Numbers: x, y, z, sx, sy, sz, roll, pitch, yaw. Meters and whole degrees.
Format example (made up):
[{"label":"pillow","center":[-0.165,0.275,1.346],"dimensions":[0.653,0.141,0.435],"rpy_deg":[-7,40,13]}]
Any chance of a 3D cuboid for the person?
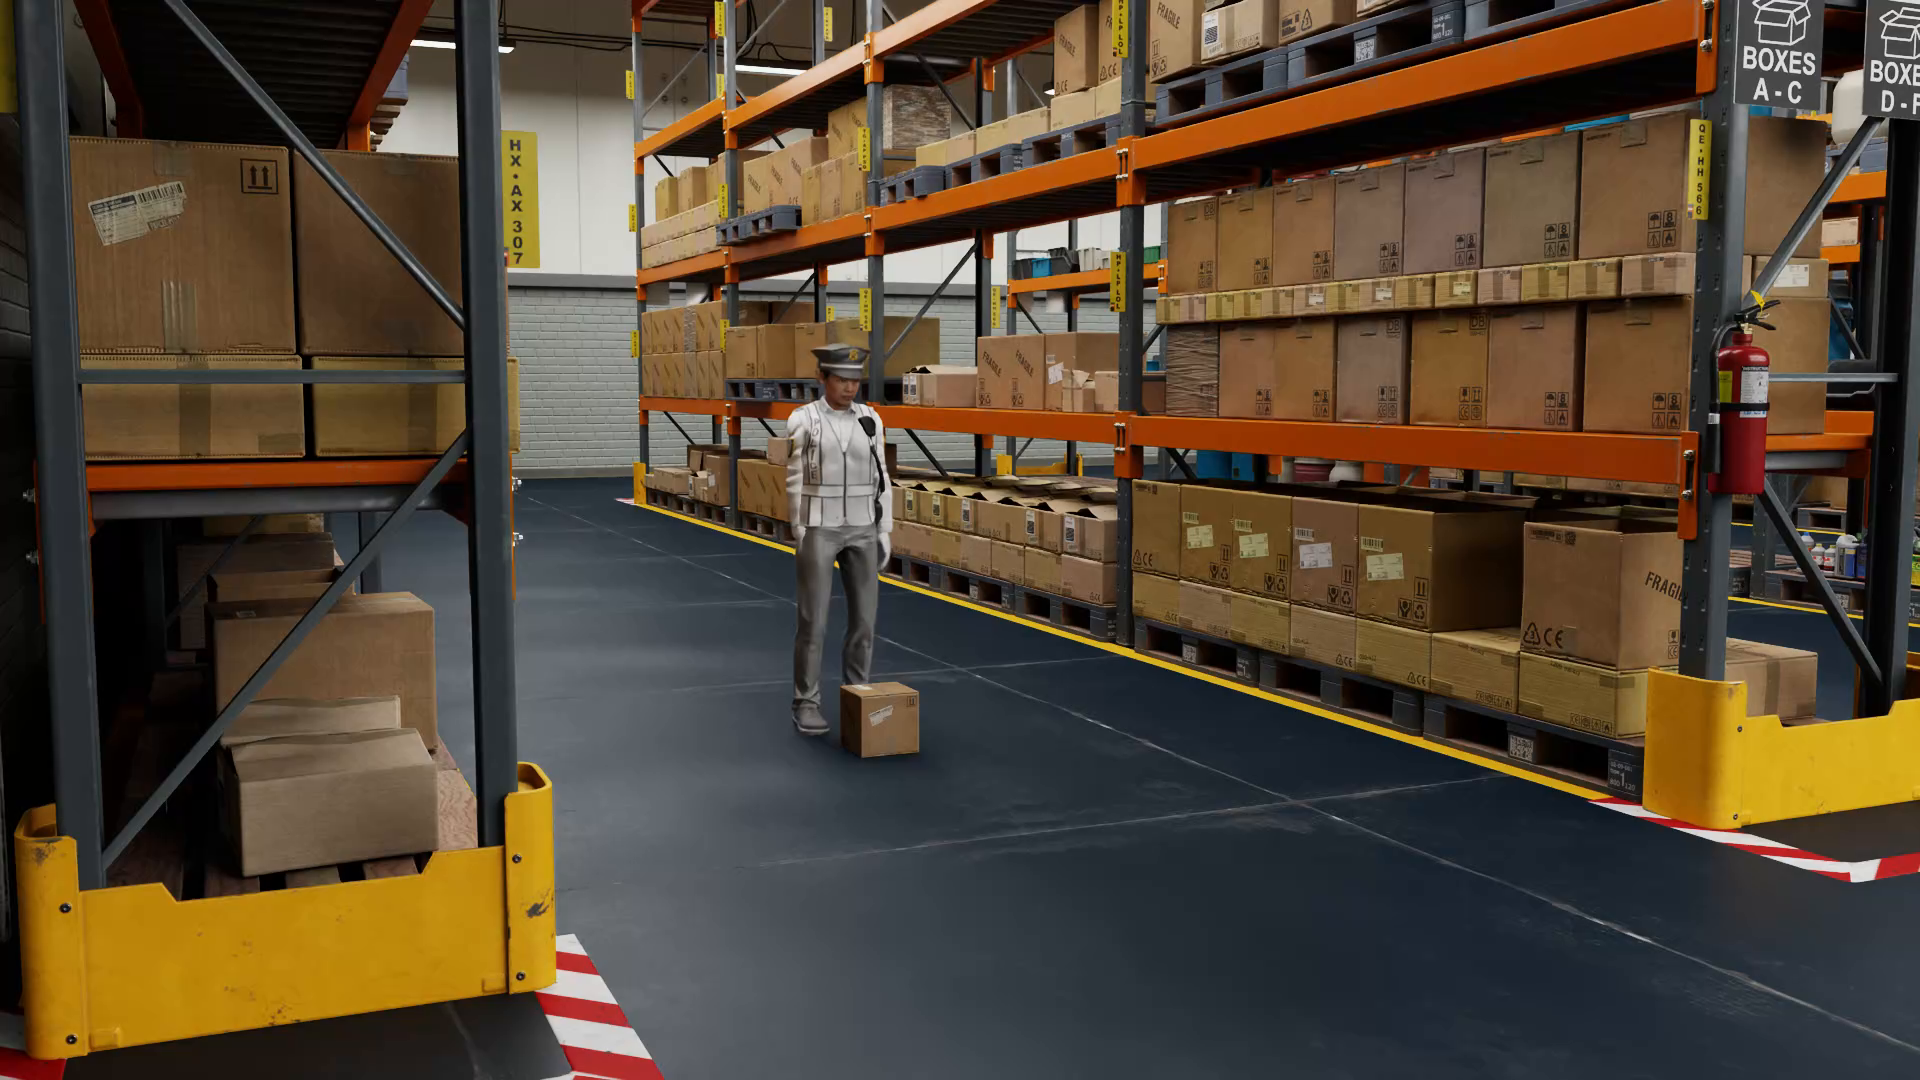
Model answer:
[{"label":"person","center":[-0.508,-0.005,7.147],"dimensions":[0.470,1.654,0.322],"rpy_deg":[-2,6,-23]}]
